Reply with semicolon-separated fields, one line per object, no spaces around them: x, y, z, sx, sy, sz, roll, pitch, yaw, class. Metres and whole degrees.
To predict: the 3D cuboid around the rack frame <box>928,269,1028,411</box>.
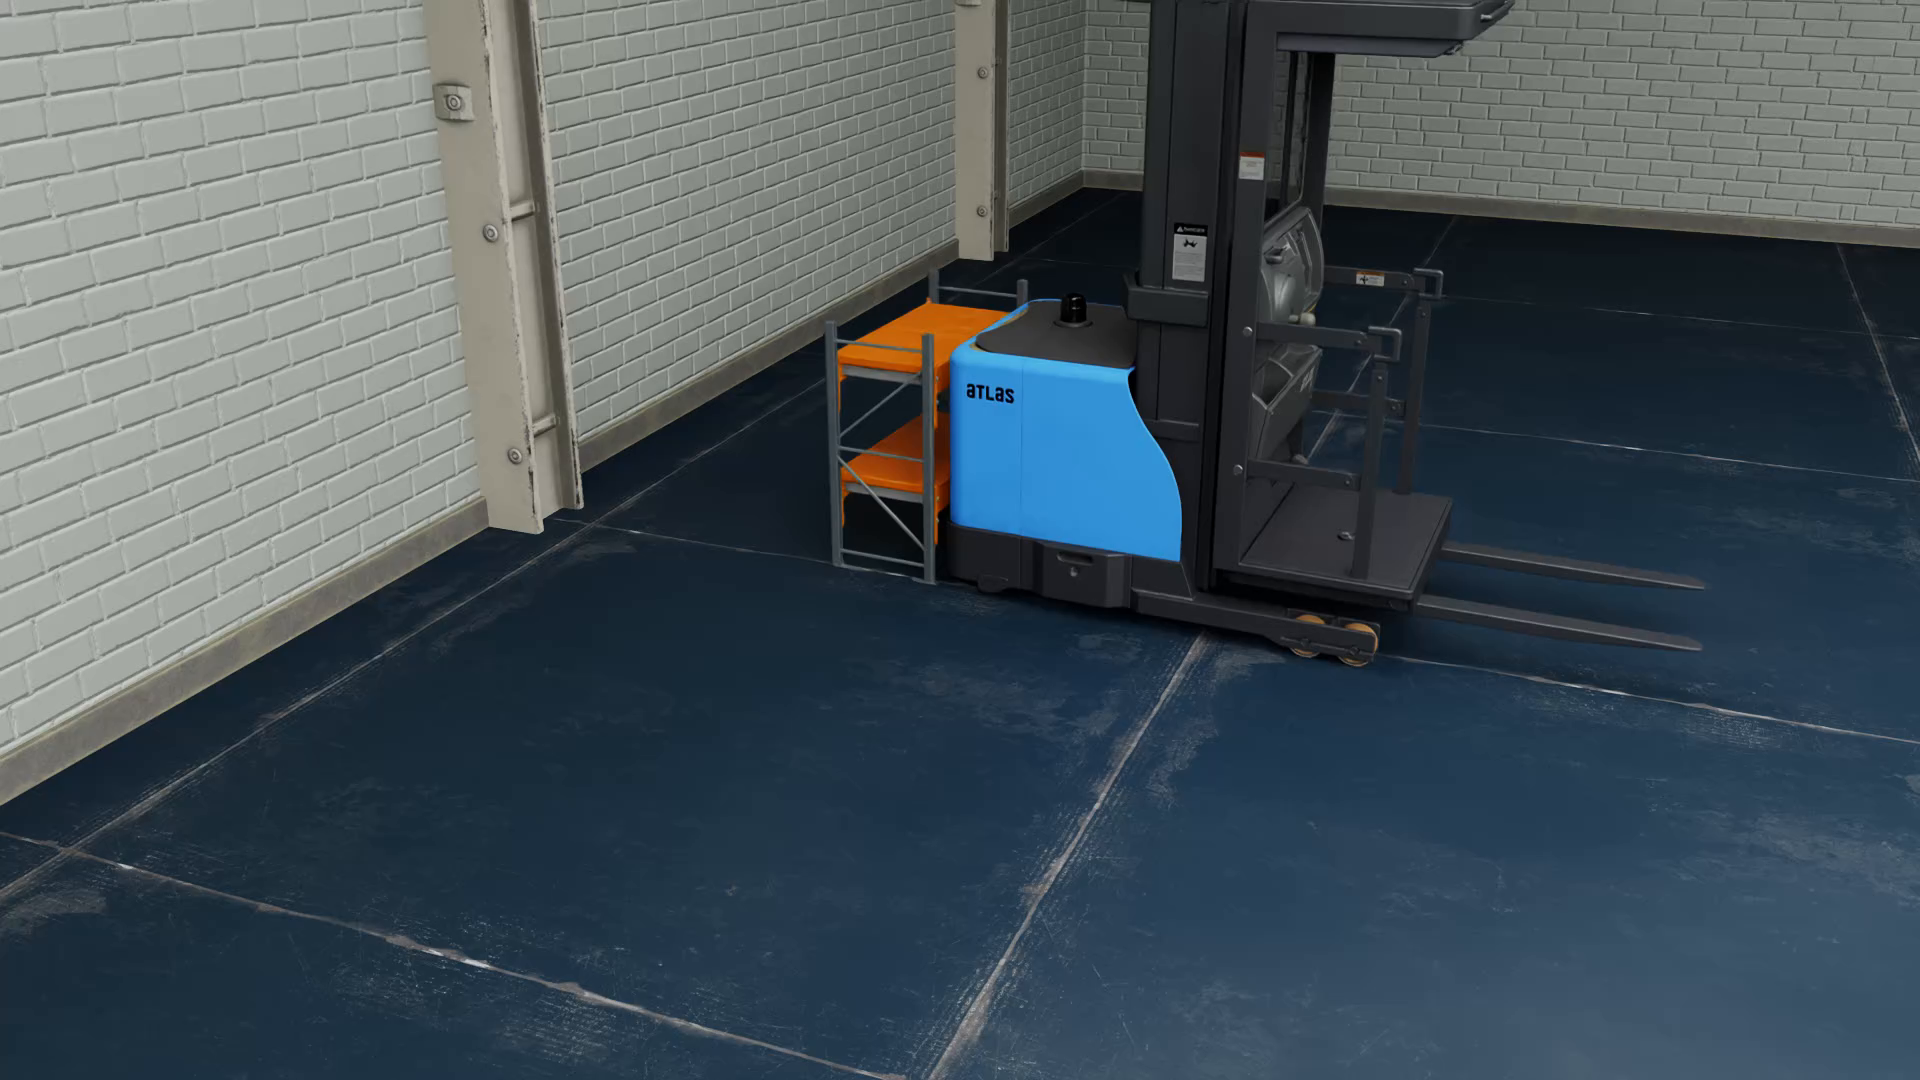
0.083;-0.724;8.023;0.500;1.125;0.032;10;25;23;rack frame

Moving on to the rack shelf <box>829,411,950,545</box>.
-0.129;-0.320;7.691;0.538;0.278;1.000;10;25;23;rack shelf

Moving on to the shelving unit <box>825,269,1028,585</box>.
-0.129;-0.546;7.597;0.538;1.125;1.048;10;25;23;shelving unit

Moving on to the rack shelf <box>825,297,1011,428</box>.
-0.129;-0.816;7.484;0.538;0.278;1.000;10;25;23;rack shelf

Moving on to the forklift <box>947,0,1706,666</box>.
1.506;-1.088;6.551;3.031;2.935;1.130;10;24;22;forklift

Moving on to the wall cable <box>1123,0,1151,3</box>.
2.496;-5.851;14.110;3.097;2.526;0.112;9;24;20;wall cable

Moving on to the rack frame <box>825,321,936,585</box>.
-0.340;-0.367;7.170;0.500;1.125;0.032;10;25;23;rack frame

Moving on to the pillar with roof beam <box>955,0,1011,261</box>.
4.171;-5.802;9.965;9.100;9.000;0.400;9;24;20;pillar with roof beam

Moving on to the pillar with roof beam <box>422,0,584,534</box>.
1.942;-3.655;4.825;9.100;9.000;0.400;9;24;20;pillar with roof beam
